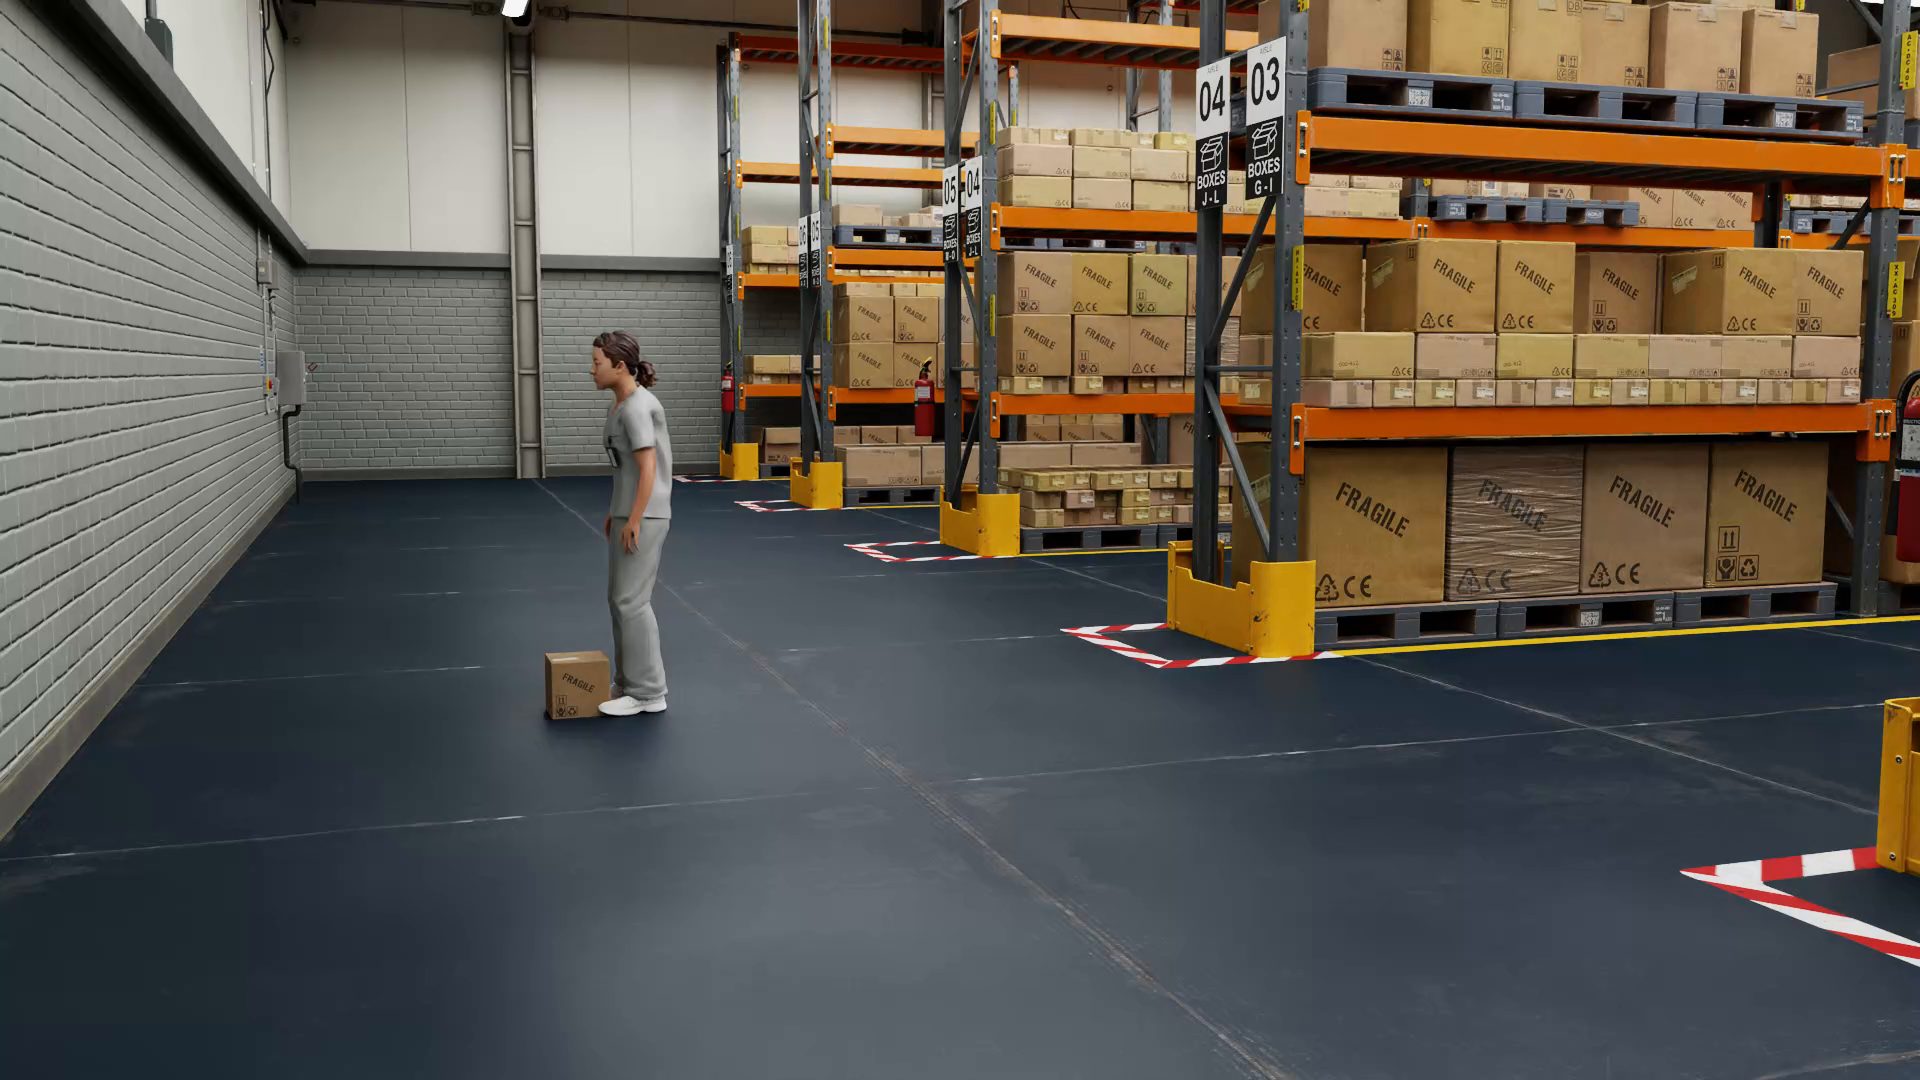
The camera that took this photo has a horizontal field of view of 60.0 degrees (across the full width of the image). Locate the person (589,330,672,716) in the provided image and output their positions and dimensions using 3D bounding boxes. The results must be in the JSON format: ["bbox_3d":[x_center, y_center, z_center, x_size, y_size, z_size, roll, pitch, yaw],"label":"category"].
[{"bbox_3d":[-1.451,-0.081,7.320,0.356,1.673,0.508,-2,6,-21],"label":"person"}]
